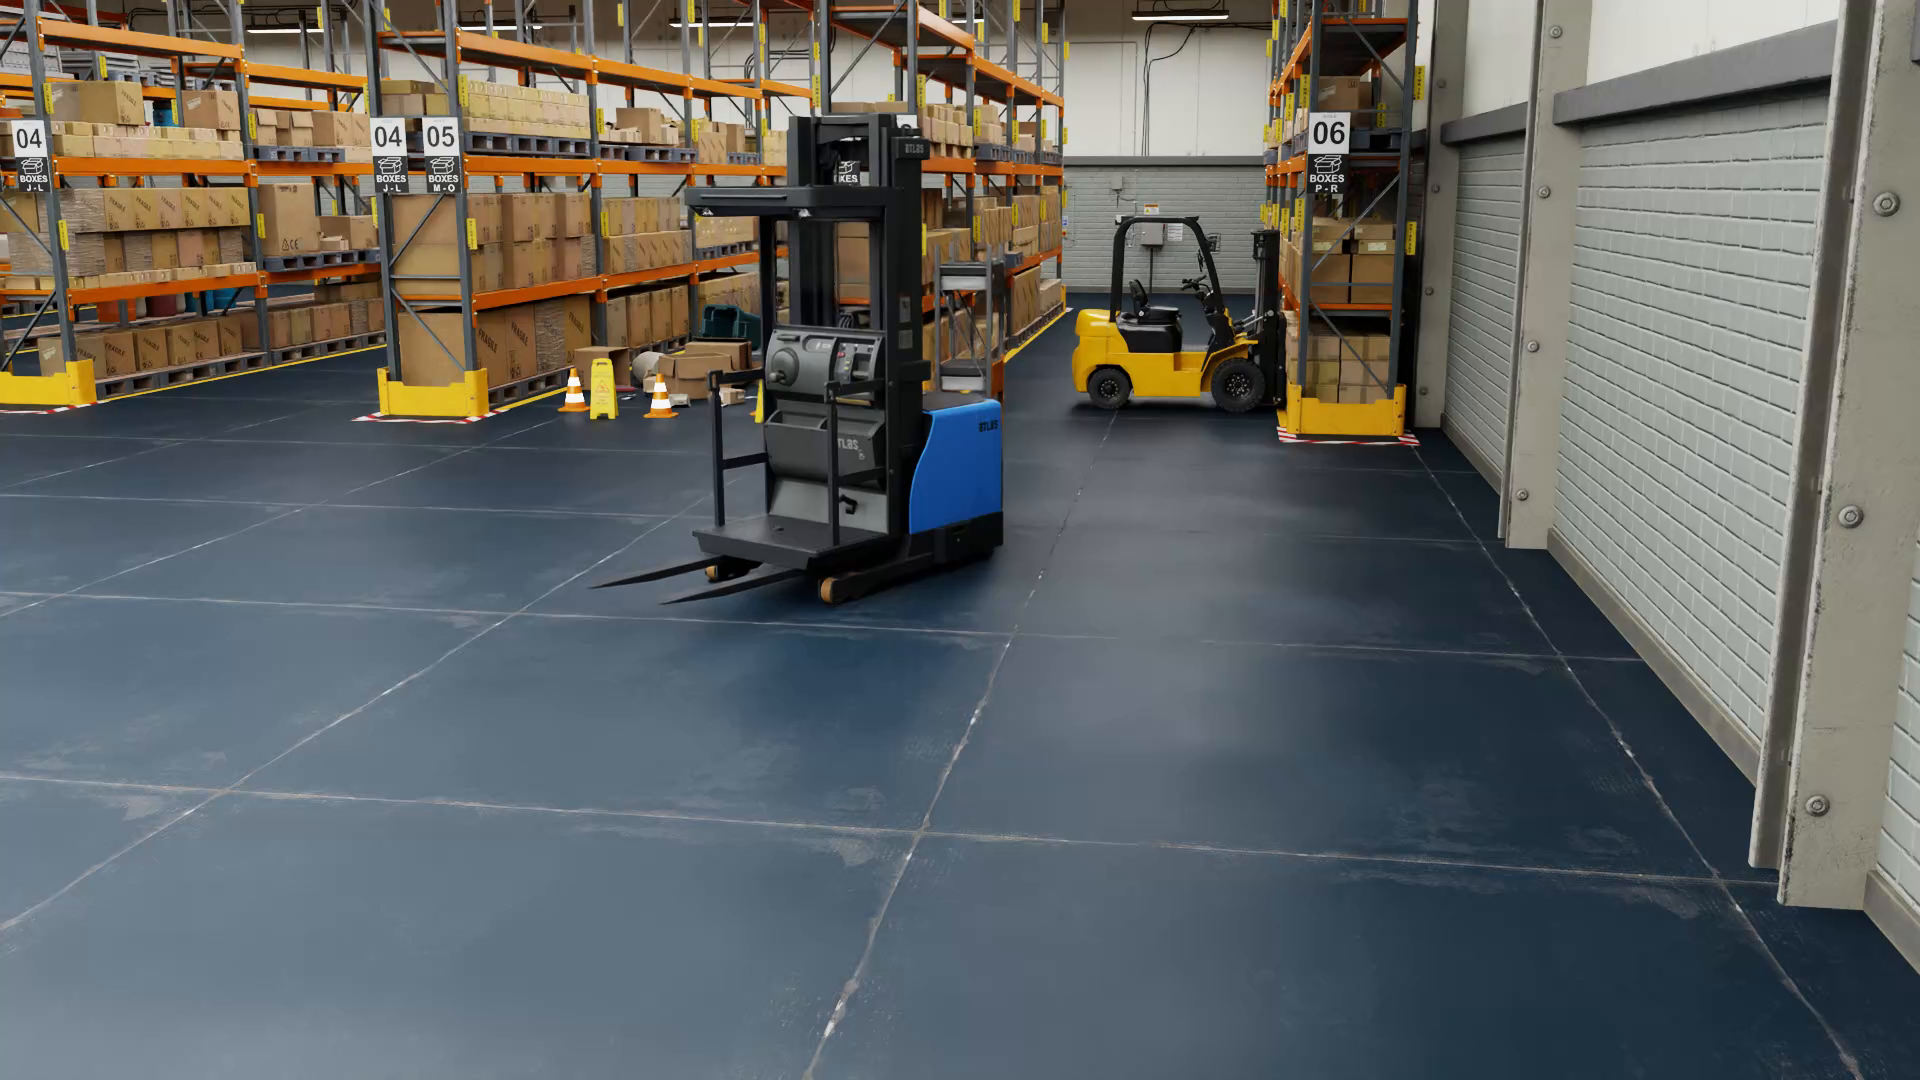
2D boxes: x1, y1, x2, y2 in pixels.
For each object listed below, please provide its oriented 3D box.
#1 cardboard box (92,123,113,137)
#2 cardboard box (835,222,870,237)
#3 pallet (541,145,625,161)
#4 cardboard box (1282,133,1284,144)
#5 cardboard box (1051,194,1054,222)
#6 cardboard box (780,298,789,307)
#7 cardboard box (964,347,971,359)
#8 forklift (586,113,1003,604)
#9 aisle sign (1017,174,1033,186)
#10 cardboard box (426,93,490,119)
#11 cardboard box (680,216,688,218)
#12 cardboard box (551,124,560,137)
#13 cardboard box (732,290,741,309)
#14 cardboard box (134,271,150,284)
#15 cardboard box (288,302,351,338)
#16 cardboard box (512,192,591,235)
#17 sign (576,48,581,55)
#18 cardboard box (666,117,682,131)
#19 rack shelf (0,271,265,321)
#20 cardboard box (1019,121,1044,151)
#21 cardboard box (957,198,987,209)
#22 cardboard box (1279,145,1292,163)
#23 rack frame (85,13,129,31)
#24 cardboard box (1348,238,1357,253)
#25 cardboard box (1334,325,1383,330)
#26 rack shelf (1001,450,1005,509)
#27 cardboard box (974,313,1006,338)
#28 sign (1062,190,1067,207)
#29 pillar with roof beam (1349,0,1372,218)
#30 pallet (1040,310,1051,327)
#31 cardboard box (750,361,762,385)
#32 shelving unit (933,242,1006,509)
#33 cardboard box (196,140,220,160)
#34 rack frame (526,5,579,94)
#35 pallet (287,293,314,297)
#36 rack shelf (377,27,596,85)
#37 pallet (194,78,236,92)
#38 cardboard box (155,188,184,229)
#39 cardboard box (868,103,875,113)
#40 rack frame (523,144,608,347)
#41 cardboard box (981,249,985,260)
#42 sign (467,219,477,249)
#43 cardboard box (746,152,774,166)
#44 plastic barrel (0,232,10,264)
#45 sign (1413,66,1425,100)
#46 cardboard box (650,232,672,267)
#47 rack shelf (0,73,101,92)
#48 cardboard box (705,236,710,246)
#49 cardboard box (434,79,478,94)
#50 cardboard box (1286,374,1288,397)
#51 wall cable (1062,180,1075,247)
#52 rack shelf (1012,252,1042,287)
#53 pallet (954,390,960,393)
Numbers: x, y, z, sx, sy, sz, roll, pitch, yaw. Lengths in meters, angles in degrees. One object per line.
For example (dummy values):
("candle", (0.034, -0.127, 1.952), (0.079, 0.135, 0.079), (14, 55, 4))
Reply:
("cardboard box", (-10.296, -4.861, 19.721), (0.380, 0.149, 0.250), (2, 12, 11))
("cardboard box", (-1.077, -3.537, 17.970), (0.700, 0.500, 0.500), (2, 12, 7))
("pallet", (-5.139, -5.278, 22.698), (0.805, 0.209, 1.217), (1, 12, 6))
("cardboard box", (4.842, -5.790, 23.938), (0.380, 0.166, 0.250), (2, 12, 9))
("cardboard box", (1.473, -6.184, 30.956), (0.500, 0.500, 0.500), (2, 12, 8))
("cardboard box", (-3.468, -4.527, 31.648), (0.380, 0.149, 0.250), (2, 12, 7))
("cardboard box", (-0.150, -2.303, 21.089), (0.500, 0.250, 0.500), (2, 12, 11))
("forklift", (-0.997, -1.157, 10.403), (1.130, 2.935, 3.031), (9, 15, 37))
("aisle sign", (1.246, -7.367, 32.885), (0.394, 0.787, 0.004), (2, 12, 9))
("cardboard box", (-5.518, -4.765, 18.279), (0.500, 0.250, 0.500), (2, 12, 9))
("cardboard box", (-4.751, -5.359, 27.927), (0.380, 0.149, 0.250), (2, 12, 10))
("cardboard box", (-5.127, -5.013, 20.376), (0.380, 0.149, 0.250), (2, 12, 10))
("cardboard box", (-4.028, -3.986, 28.305), (0.500, 0.500, 0.500), (2, 12, 7))
("cardboard box", (-10.266, -3.251, 20.555), (0.380, 0.149, 0.250), (2, 12, 9))
("cardboard box", (-9.738, -3.346, 25.289), (0.700, 0.500, 0.500), (3, 13, 13))
("cardboard box", (-5.322, -4.238, 21.620), (0.875, 0.550, 0.550), (2, 12, 9))
("sign", (-7.737, -9.800, 33.702), (0.100, 0.325, 0.005), (2, 12, 9))
("cardboard box", (-4.633, -6.796, 27.233), (0.396, 0.266, 0.258), (2, 12, 9))
("rack shelf", (-10.424, -3.127, 21.088), (1.077, 0.370, 4.000), (2, 12, 9))
("cardboard box", (1.204, -7.124, 29.337), (0.500, 0.500, 0.500), (2, 12, 10))
("cardboard box", (0.163, -4.606, 22.766), (0.380, 0.149, 0.250), (3, 12, 12))
("cardboard box", (5.035, -5.754, 24.808), (0.500, 0.250, 0.500), (1, 12, 7))
("rack frame", (-18.059, -9.647, 35.397), (1.000, 3.000, 0.127), (2, 12, 9))
("cardboard box", (4.249, -3.062, 17.306), (0.380, 0.149, 0.250), (2, 12, 9))
("cardboard box", (4.387, -2.232, 18.389), (0.500, 0.250, 0.500), (2, 12, 8))
("rack shelf", (0.070, -0.371, 12.117), (0.431, 0.518, 0.480), (3, 12, 11))
("cardboard box", (0.194, -3.210, 25.007), (0.950, 0.372, 0.625), (1, 12, 5))
("sign", (2.055, -6.733, 32.804), (0.100, 0.325, 0.005), (2, 12, 9))
("pillar with roof beam", (2.555, -8.267, 28.992), (9.100, 9.000, 0.400), (2, 12, 9))
("pallet", (1.100, -4.031, 30.199), (1.003, 0.211, 1.213), (2, 12, 9))
("cardboard box", (-2.570, -2.137, 21.278), (0.258, 0.266, 0.396), (-7, 14, -30))
("shelving unit", (0.071, -1.068, 11.966), (0.431, 2.100, 0.503), (3, 12, 11))
("cardboard box", (-10.019, -5.076, 21.662), (0.500, 0.250, 0.500), (2, 12, 10))
("rack frame", (-8.271, -9.325, 33.904), (1.000, 3.000, 0.127), (2, 12, 9))
("pallet", (-13.330, -5.019, 34.783), (1.003, 0.211, 1.213), (2, 12, 9))
("rack shelf", (-5.539, -5.682, 19.655), (1.077, 0.370, 4.000), (2, 12, 9))
("pallet", (-13.877, -8.192, 30.043), (1.003, 0.211, 1.213), (2, 12, 9))
("cardboard box", (-10.147, -4.163, 20.873), (0.500, 0.500, 0.500), (2, 12, 9))
("cardboard box", (-1.101, -4.606, 17.832), (0.380, 0.149, 0.250), (2, 12, 10))
("rack frame", (-5.231, -3.713, 22.101), (1.000, 3.000, 0.127), (2, 12, 9))
("cardboard box", (0.120, -3.812, 22.163), (0.380, 0.149, 0.250), (2, 12, 10))
("sign", (-5.299, -3.323, 18.049), (0.100, 0.325, 0.005), (2, 12, 9))
("cardboard box", (-3.669, -6.859, 29.936), (0.500, 0.250, 0.500), (3, 12, 12))
("plastic barrel", (-14.534, -4.466, 25.275), (0.433, 0.535, 0.433), (0, 12, 0))
("sign", (4.513, -4.494, 16.343), (0.100, 0.325, 0.005), (2, 12, 9))
("cardboard box", (-4.575, -4.284, 24.514), (0.500, 0.500, 0.500), (2, 12, 8))
("rack shelf", (-14.703, -6.857, 25.107), (1.077, 0.370, 4.000), (2, 12, 9))
("cardboard box", (-4.265, -4.827, 26.869), (0.380, 0.149, 0.250), (3, 12, 11))
("cardboard box", (-5.480, -4.927, 18.084), (0.380, 0.149, 0.250), (2, 12, 9))
("cardboard box", (3.812, -1.653, 18.074), (0.500, 0.250, 0.500), (2, 12, 9))
("wall cable", (2.365, -7.758, 38.385), (0.585, 1.953, 0.123), (2, 12, 9))
("rack shelf", (0.599, -4.471, 27.326), (1.077, 0.370, 4.000), (2, 12, 9))
("pallet", (-0.578, -1.815, 19.912), (1.003, 0.211, 1.213), (2, 12, 9))
